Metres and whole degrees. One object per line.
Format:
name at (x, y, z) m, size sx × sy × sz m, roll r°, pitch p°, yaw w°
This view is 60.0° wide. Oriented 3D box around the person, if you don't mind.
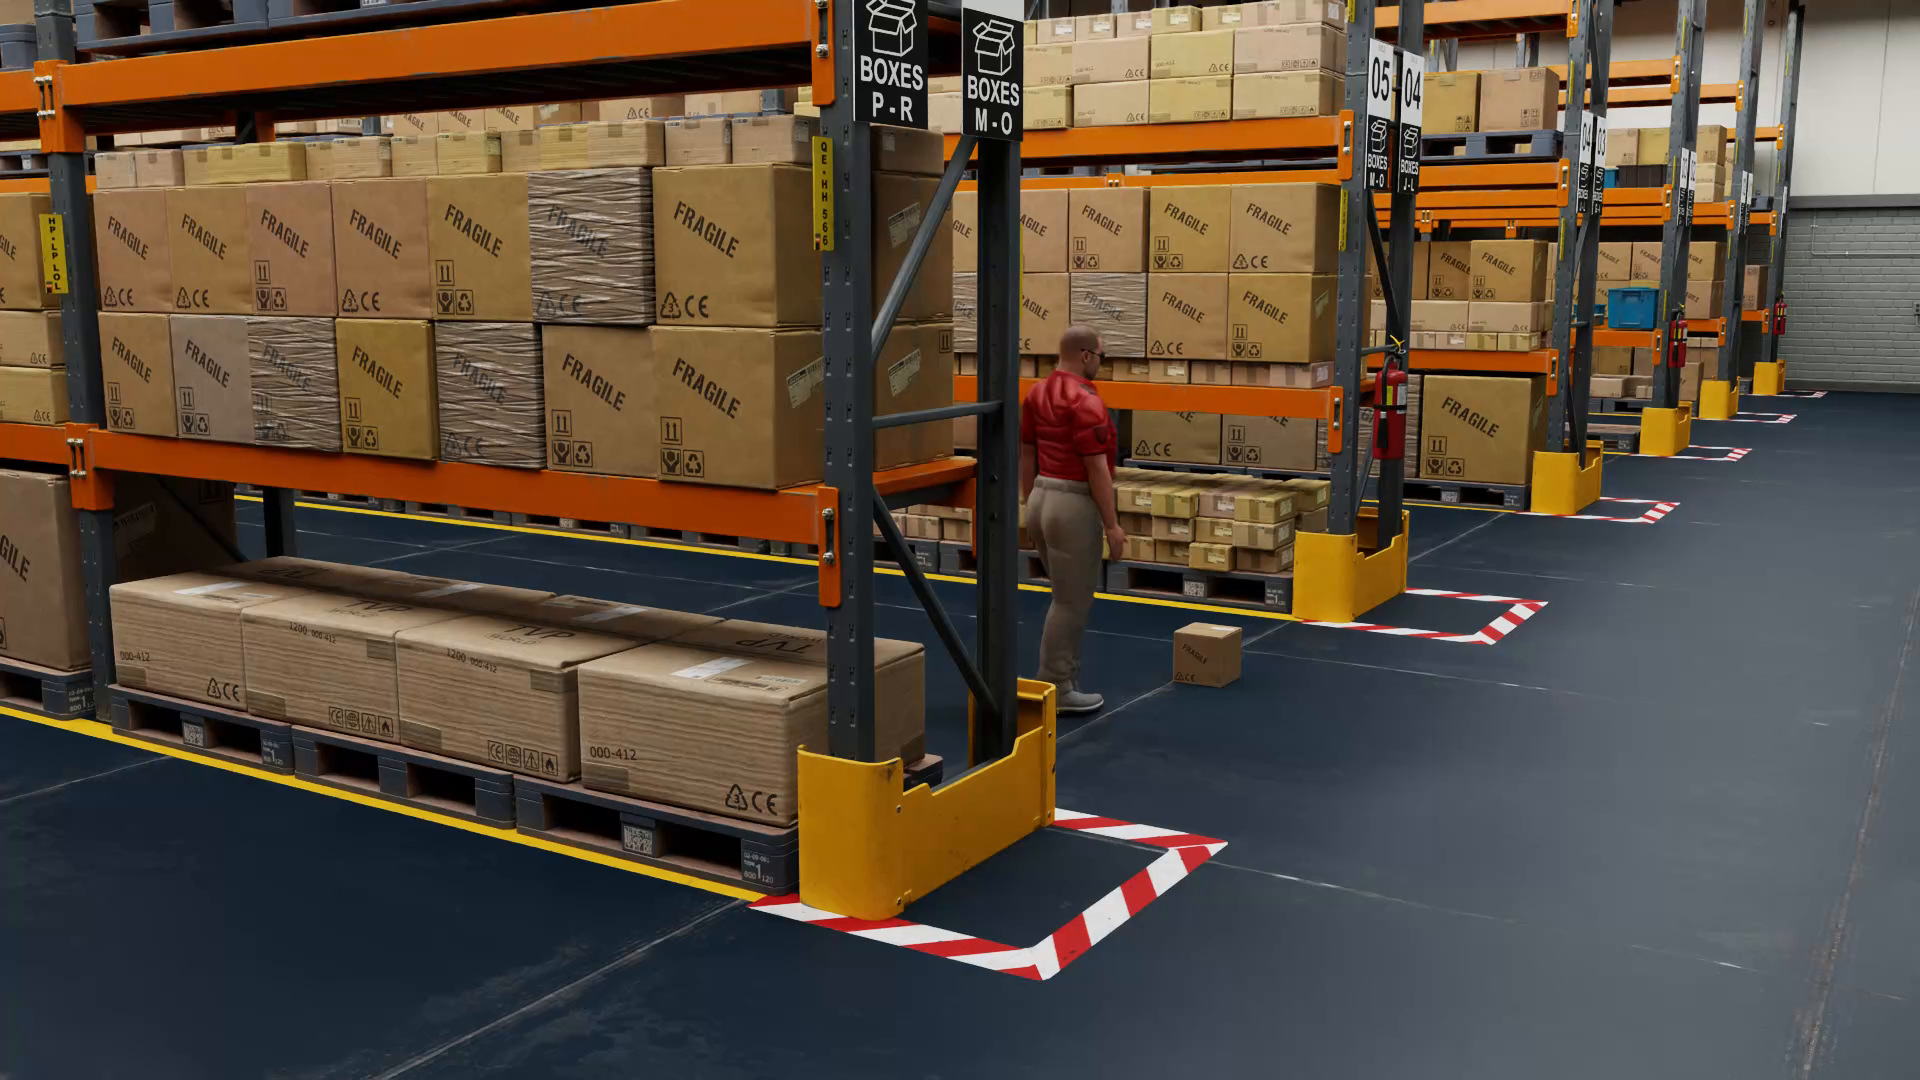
person at (0.520, -0.053, 7.396) m, size 0.419 × 1.798 × 0.553 m, roll -5°, pitch 10°, yaw -26°
